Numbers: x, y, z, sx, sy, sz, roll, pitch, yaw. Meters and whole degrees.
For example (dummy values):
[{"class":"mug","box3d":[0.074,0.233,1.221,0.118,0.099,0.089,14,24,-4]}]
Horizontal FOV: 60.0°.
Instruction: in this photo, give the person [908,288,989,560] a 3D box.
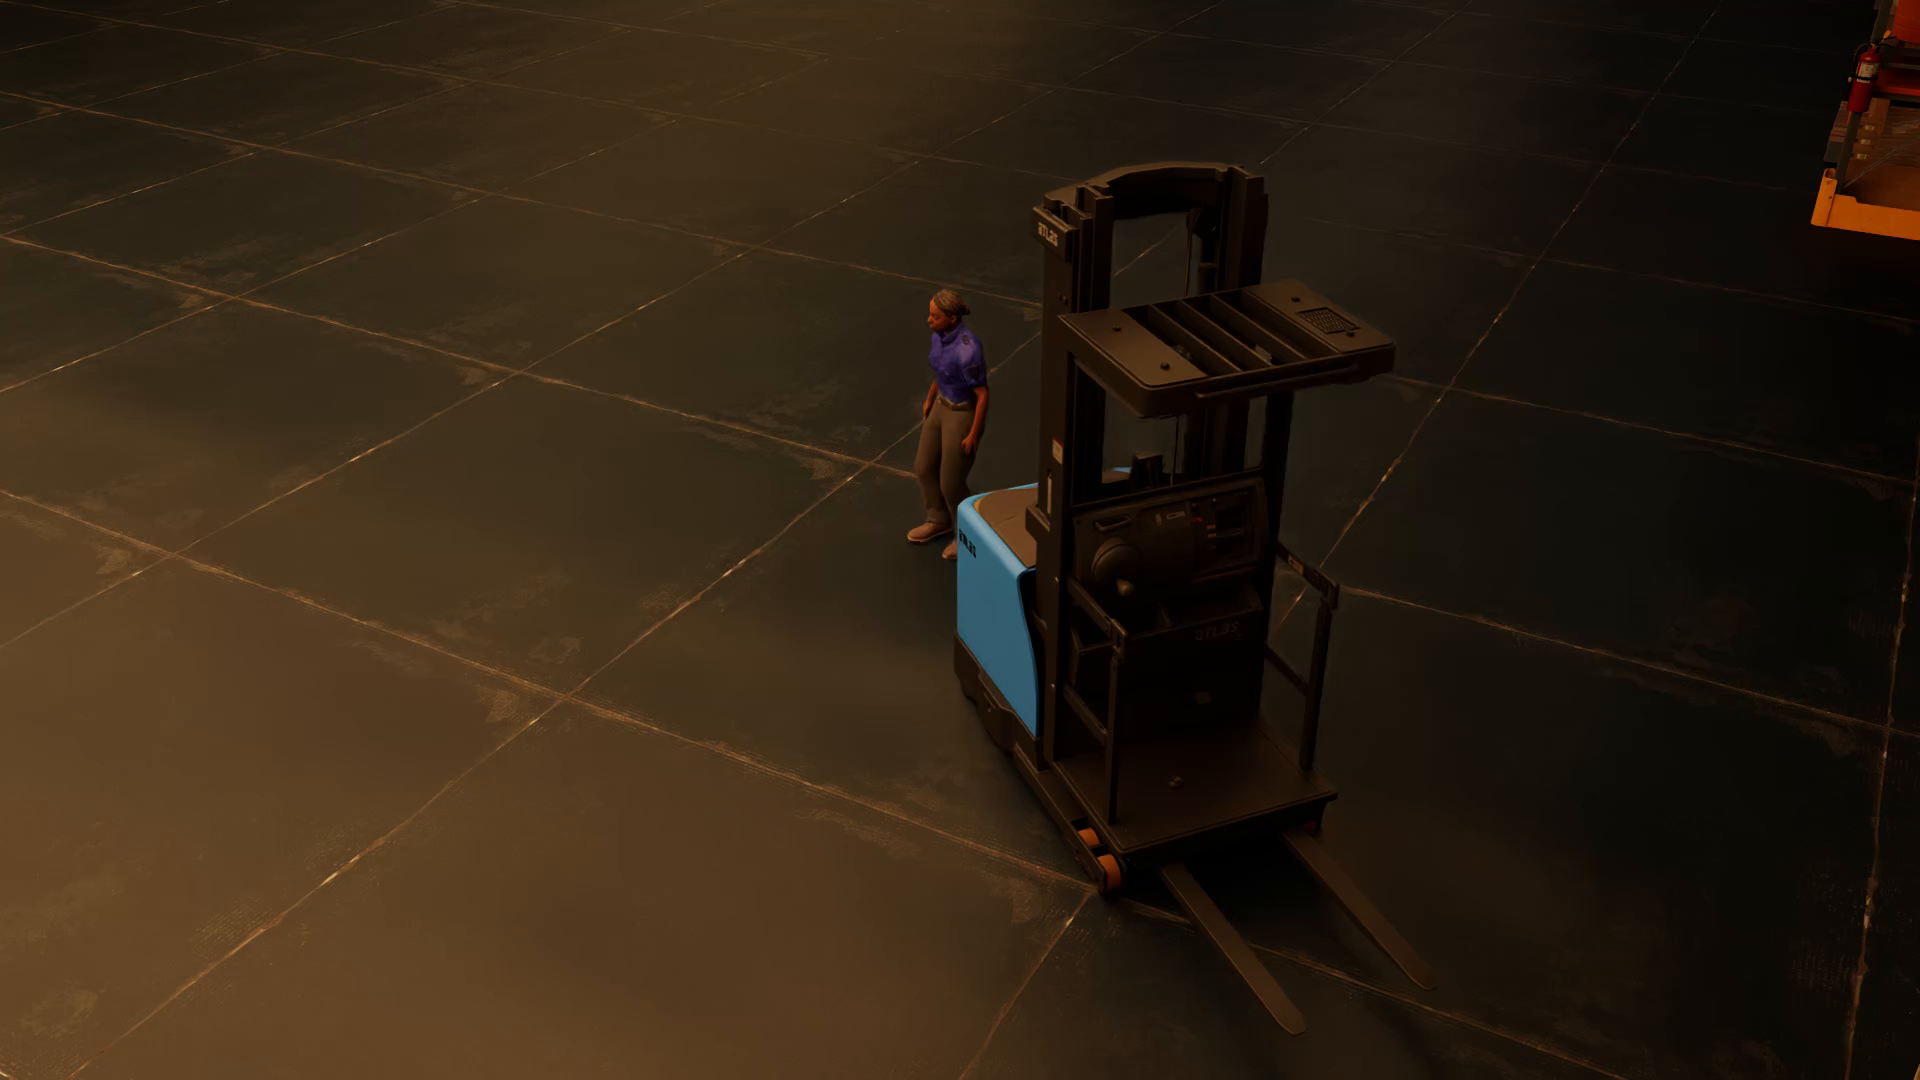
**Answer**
[{"class":"person","box3d":[-0.079,-0.686,9.557,0.400,1.639,0.547,-13,32,-21]}]

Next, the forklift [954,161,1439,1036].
[{"class":"forklift","box3d":[0.998,0.039,7.002,1.130,2.935,3.031,-12,32,-19]}]
